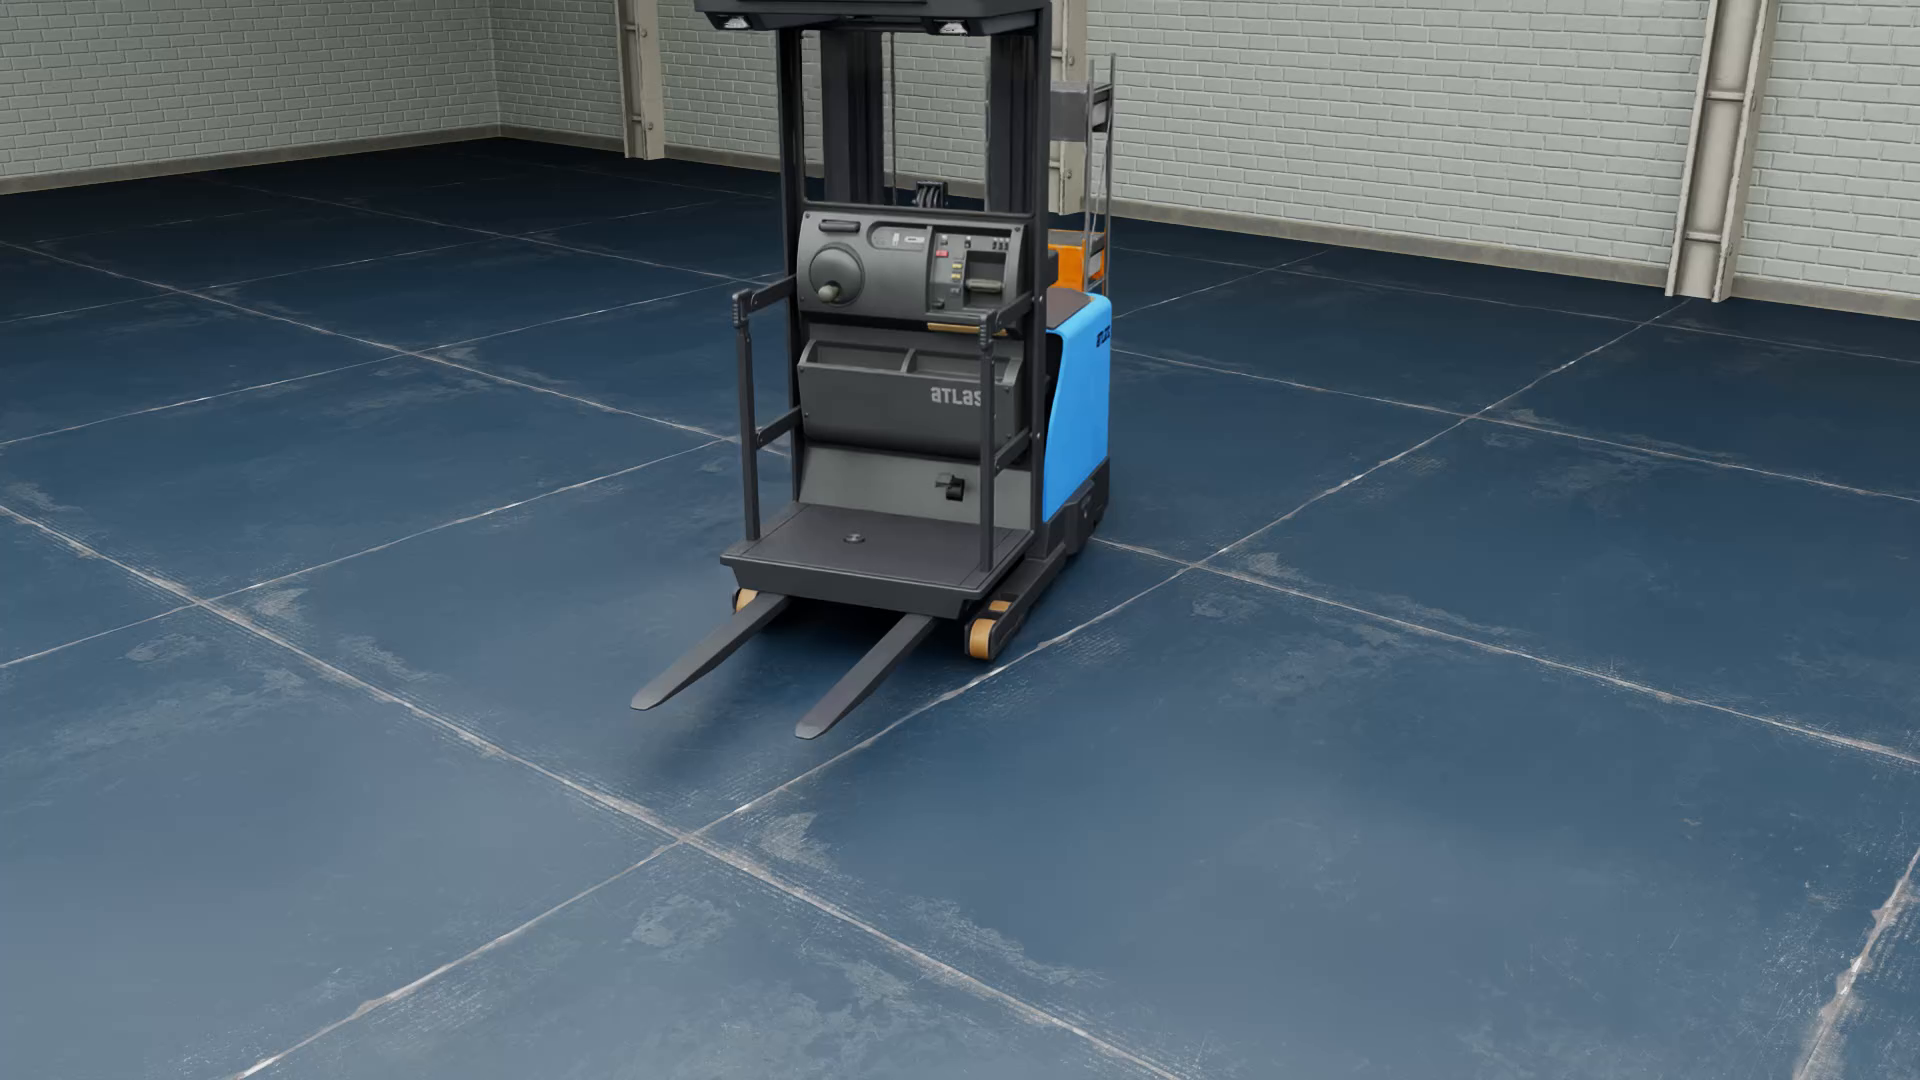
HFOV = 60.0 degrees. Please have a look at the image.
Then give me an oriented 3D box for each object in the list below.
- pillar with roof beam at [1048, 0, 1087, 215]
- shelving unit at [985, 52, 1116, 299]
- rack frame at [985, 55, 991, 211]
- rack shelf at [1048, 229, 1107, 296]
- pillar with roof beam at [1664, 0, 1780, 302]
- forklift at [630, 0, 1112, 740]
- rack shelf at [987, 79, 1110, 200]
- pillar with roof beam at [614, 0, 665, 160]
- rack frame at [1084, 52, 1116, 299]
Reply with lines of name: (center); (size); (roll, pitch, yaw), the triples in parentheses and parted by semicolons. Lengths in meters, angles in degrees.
pillar with roof beam: (-1.792, -6.222, 11.414); (0.400, 9.000, 9.100); (16, 26, 36)
shelving unit: (0.420, -1.250, 8.007); (0.503, 2.100, 0.431); (7, 22, 19)
rack frame: (0.190, -1.279, 8.085); (0.015, 2.100, 0.400); (7, 22, 19)
rack shelf: (0.420, -1.237, 8.011); (0.480, 0.518, 0.431); (7, 22, 19)
pillar with roof beam: (2.856, -4.883, 7.864); (0.400, 9.000, 9.100); (16, 26, 36)
forklift: (-0.274, -1.067, 6.343); (1.130, 2.935, 3.031); (7, 22, 19)
rack shelf: (0.420, -1.892, 7.764); (0.480, 0.518, 0.431); (7, 22, 19)
pillar with roof beam: (-6.441, -7.560, 14.963); (0.400, 9.000, 9.100); (16, 26, 36)
rack frame: (0.649, -1.220, 7.928); (0.015, 2.100, 0.400); (7, 22, 19)
